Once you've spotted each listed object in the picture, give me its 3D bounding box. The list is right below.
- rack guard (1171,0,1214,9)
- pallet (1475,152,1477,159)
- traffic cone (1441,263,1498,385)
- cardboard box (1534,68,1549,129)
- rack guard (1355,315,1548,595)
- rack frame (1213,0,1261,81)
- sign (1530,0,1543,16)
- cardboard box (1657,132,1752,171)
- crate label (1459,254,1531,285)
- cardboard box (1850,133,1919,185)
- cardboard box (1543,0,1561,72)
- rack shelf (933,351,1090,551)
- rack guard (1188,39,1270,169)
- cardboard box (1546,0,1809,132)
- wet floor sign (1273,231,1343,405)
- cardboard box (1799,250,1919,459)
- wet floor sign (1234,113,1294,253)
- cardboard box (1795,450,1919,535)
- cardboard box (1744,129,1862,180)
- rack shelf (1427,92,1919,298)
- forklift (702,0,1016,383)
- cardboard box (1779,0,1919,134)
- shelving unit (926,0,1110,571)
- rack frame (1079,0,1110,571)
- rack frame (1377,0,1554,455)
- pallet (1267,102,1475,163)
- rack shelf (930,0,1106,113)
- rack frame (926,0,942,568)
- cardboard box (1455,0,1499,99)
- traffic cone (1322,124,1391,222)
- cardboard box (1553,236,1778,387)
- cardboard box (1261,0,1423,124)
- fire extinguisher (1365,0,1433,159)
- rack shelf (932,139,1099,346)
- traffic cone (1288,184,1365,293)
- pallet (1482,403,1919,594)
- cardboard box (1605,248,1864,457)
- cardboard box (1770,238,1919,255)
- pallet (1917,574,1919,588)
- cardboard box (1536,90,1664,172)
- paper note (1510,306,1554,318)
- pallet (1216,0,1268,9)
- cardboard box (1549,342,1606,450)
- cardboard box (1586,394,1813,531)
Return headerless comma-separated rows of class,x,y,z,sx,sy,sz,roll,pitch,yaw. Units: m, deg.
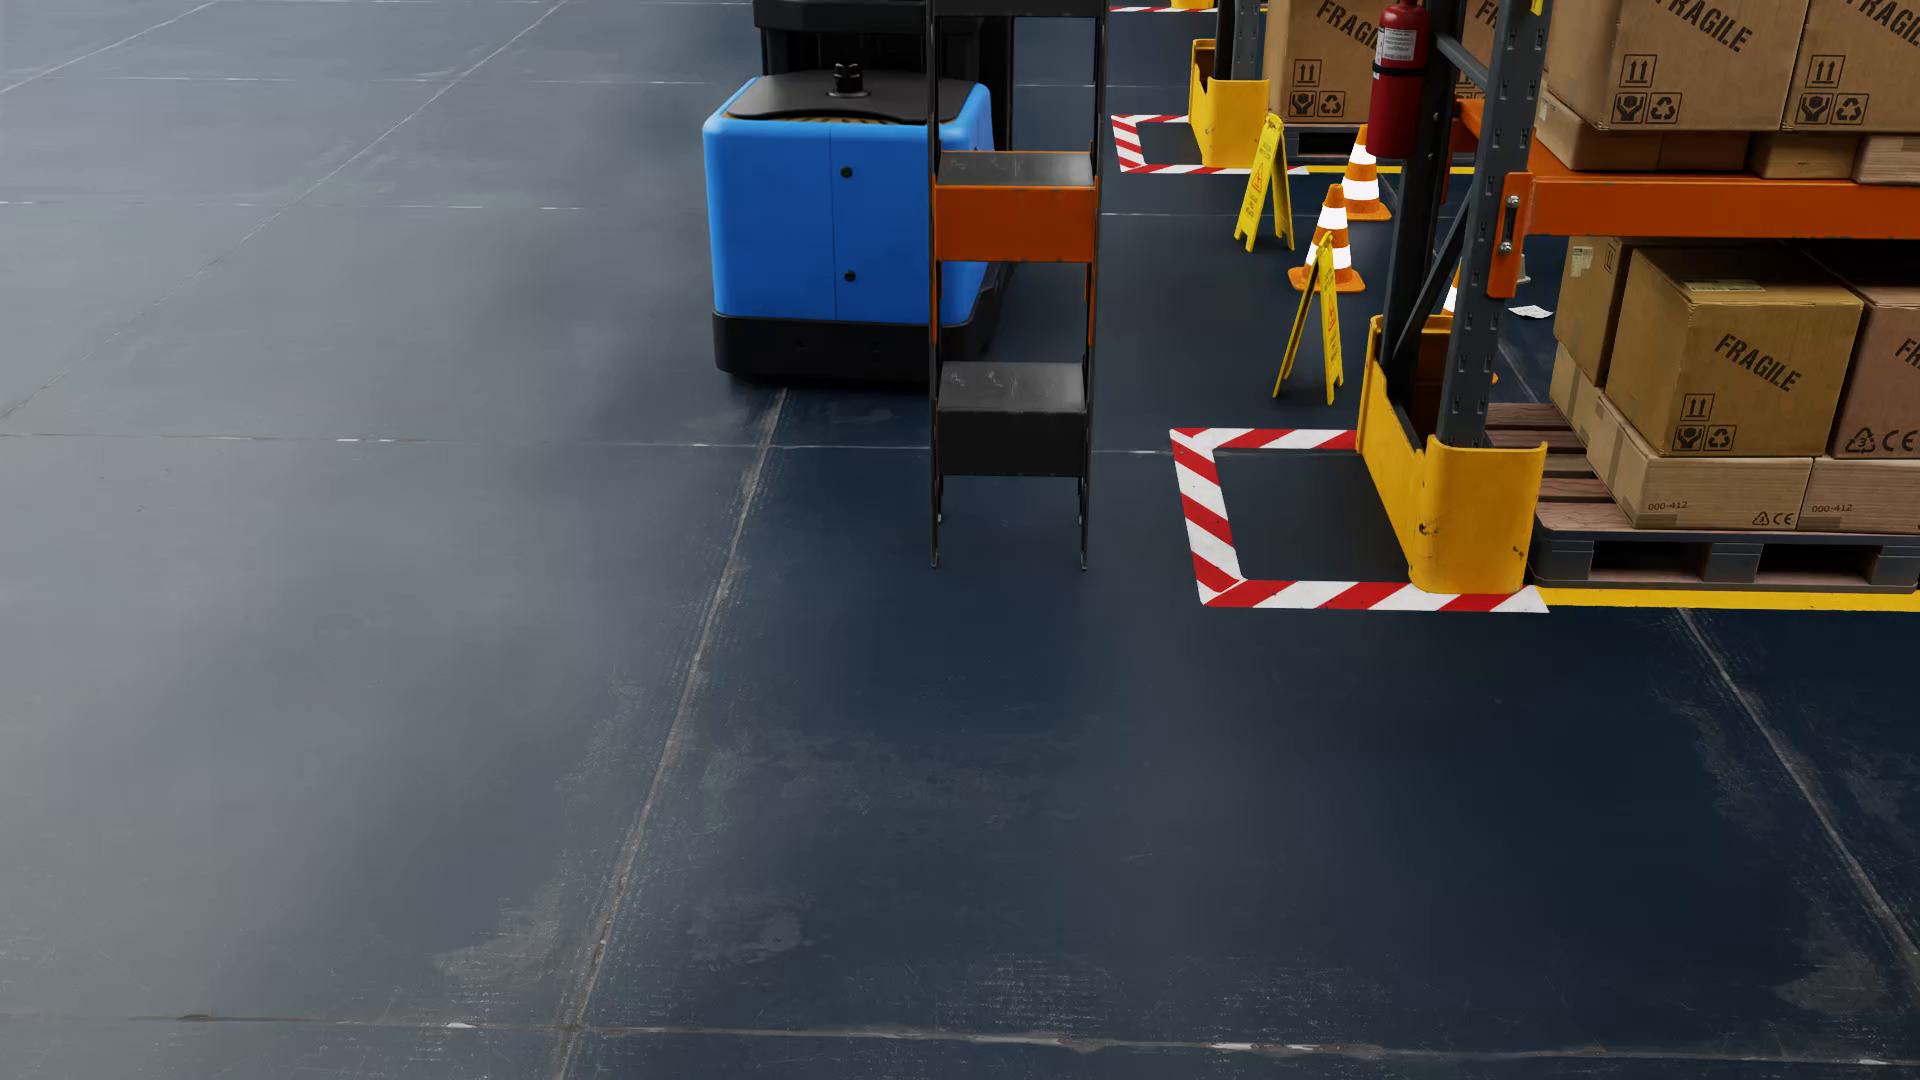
rack guard,1.984,-4.962,14.394,0.348,0.500,1.175,1,28,2
pallet,3.650,-2.517,10.091,1.213,0.211,1.003,1,28,2
traffic cone,2.034,-0.905,6.780,0.334,0.463,0.336,1,28,2
cardboard box,1.940,-1.412,5.296,0.250,0.149,0.380,2,28,4
rack guard,1.634,-0.323,5.643,0.348,0.500,1.175,1,28,2
rack frame,1.632,-3.747,9.434,0.127,3.000,1.000,1,28,2
sign,1.539,-1.557,4.378,0.005,0.325,0.100,1,28,2
cardboard box,2.143,-1.218,4.931,0.250,0.149,0.380,1,28,3
crate label,2.521,-1.302,7.877,0.298,0.136,0.250,-14,31,-24
cardboard box,2.658,-1.150,4.802,0.250,0.149,0.380,1,28,3
cardboard box,2.111,-1.724,5.194,0.500,0.500,0.500,0,28,1
rack shelf,0.165,-0.294,5.405,0.480,0.518,0.431,1,28,2
rack guard,1.608,-2.643,10.020,0.348,0.500,1.175,1,28,2
cardboard box,2.022,-1.467,4.707,0.500,0.500,0.500,1,28,1
wet floor sign,1.406,-0.893,6.562,0.232,0.644,0.267,11,30,19
cardboard box,2.901,-0.581,5.148,0.500,0.500,0.500,0,28,0
wet floor sign,1.533,-1.781,8.238,0.232,0.644,0.267,-4,28,-7
cardboard box,2.865,-0.245,5.314,0.500,0.250,0.500,2,28,4
cardboard box,2.406,-1.175,4.850,0.250,0.149,0.380,0,28,0
rack shelf,3.557,-1.078,5.166,4.000,0.370,1.077,1,28,2
forklift,-0.292,-2.578,7.301,1.130,2.935,3.031,3,28,6
cardboard box,2.540,-1.460,4.694,0.500,0.500,0.500,2,28,3
shelving unit,0.165,-0.925,5.071,0.503,2.100,0.431,1,28,2
rack frame,0.409,-0.921,5.063,0.015,2.100,0.400,1,28,2
rack frame,1.558,-1.429,5.060,0.127,3.000,1.000,1,28,2
pallet,2.434,-2.539,10.131,1.213,0.211,1.003,1,28,2
rack shelf,0.165,-1.531,4.749,0.480,0.518,0.431,1,28,2
rack frame,-0.078,-0.929,5.078,0.015,2.100,0.400,1,28,2
cardboard box,3.192,-3.000,9.845,0.875,0.875,0.875,1,28,1
traffic cone,2.113,-1.953,8.758,0.334,0.463,0.336,1,28,2
cardboard box,2.368,-0.840,5.636,0.500,0.500,0.500,1,28,2
cardboard box,2.312,-3.014,9.871,0.875,0.875,0.875,1,28,2
fire extinguisher,1.460,-1.612,5.489,0.183,0.674,0.296,1,28,2
rack shelf,0.165,-0.913,5.077,0.480,0.518,0.431,1,28,2
traffic cone,1.733,-1.430,7.771,0.334,0.463,0.336,1,28,2
pallet,2.445,-0.166,5.654,1.213,0.211,1.003,1,28,2
cardboard box,2.379,-0.588,5.161,0.500,0.500,0.500,0,28,0
cardboard box,2.890,-0.833,5.622,0.500,0.500,0.500,2,28,4
pallet,3.661,-0.144,5.614,1.213,0.211,1.003,1,28,2
cardboard box,1.891,-1.215,4.926,0.250,0.149,0.380,1,28,2
paper note,2.573,-1.033,7.484,0.142,0.019,0.148,-9,29,-16
pallet,2.795,-4.804,14.405,1.213,0.211,1.003,1,28,2
cardboard box,2.400,-0.512,5.818,0.500,0.250,0.500,1,28,2
cardboard box,2.355,-0.257,5.337,0.500,0.250,0.500,1,28,1
